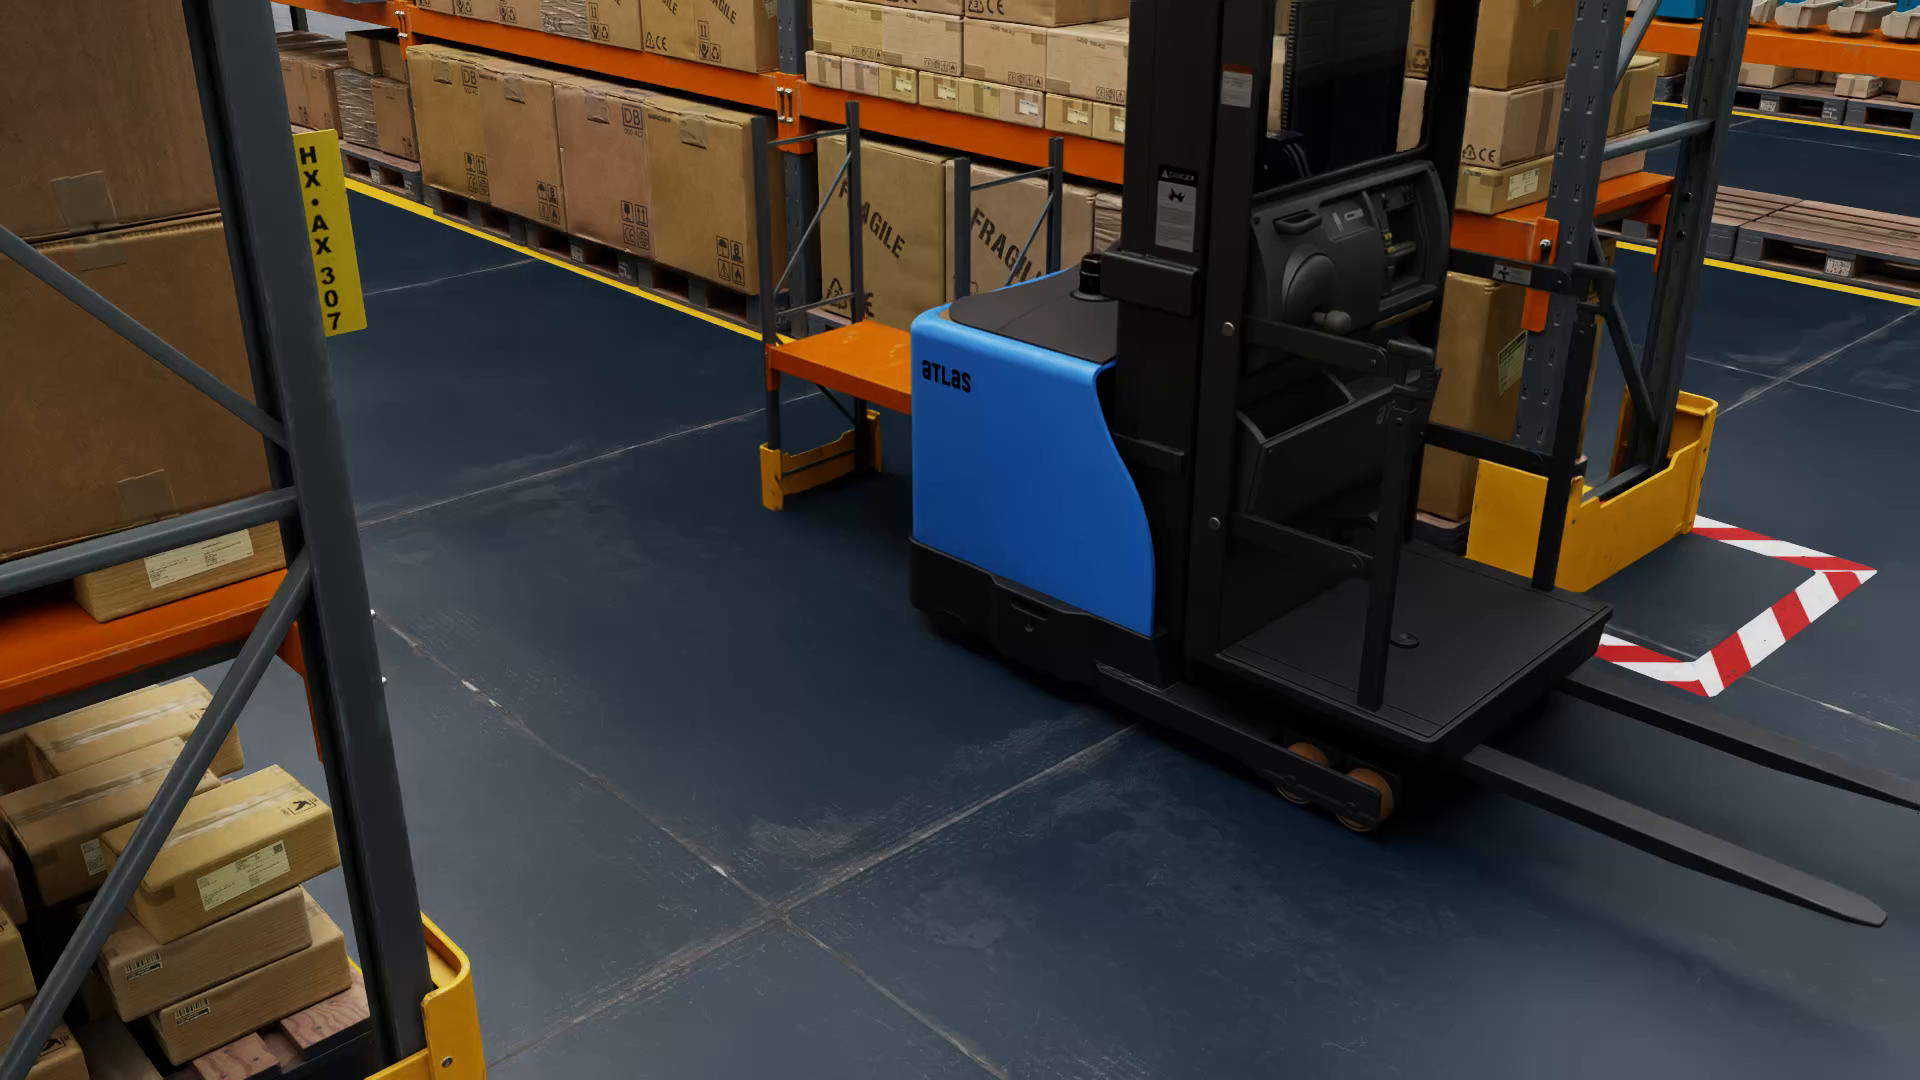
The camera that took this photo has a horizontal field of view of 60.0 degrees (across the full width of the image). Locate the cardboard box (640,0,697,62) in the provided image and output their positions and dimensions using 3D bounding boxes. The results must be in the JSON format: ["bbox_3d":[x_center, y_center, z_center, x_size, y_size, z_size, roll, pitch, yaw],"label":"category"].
[{"bbox_3d":[-1.312,-2.788,8.626,0.500,0.500,0.500,-20,31,-37],"label":"cardboard box"}]

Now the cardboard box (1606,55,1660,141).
[{"bbox_3d":[2.143,-1.603,5.973,0.500,0.250,0.500,-22,33,-40],"label":"cardboard box"}]

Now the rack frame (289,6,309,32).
[{"bbox_3d":[-5.928,-4.950,13.486,1.000,3.000,0.127,-21,32,-38],"label":"rack frame"}]

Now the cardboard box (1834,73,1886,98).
[{"bbox_3d":[7.501,-3.799,13.846,0.380,0.166,0.250,-21,32,-38],"label":"cardboard box"}]

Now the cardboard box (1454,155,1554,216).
[{"bbox_3d":[1.790,-1.215,5.601,0.380,0.149,0.250,-20,32,-38],"label":"cardboard box"}]

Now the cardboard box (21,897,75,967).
[{"bbox_3d":[-1.954,0.789,3.835,0.380,0.149,0.250,-21,32,-38],"label":"cardboard box"}]

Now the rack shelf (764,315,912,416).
[{"bbox_3d":[-0.199,-0.589,6.169,1.000,0.185,0.538,22,32,39],"label":"rack shelf"}]

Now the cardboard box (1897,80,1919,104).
[{"bbox_3d":[8.061,-3.832,13.514,0.797,0.503,0.637,-21,32,-38],"label":"cardboard box"}]

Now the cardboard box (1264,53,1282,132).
[{"bbox_3d":[1.403,-1.607,5.981,0.500,0.250,0.500,-22,32,-39],"label":"cardboard box"}]

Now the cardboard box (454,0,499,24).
[{"bbox_3d":[-2.706,-3.404,9.976,0.500,0.500,0.500,-22,33,-40],"label":"cardboard box"}]

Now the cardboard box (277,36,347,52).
[{"bbox_3d":[-5.212,-3.671,13.164,0.700,0.500,0.500,-21,32,-39],"label":"cardboard box"}]

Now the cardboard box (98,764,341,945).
[{"bbox_3d":[-1.526,0.642,3.440,0.250,0.149,0.380,22,32,39],"label":"cardboard box"}]

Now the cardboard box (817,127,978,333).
[{"bbox_3d":[-0.068,-1.528,8.039,0.875,0.875,0.875,-21,32,-38],"label":"cardboard box"}]

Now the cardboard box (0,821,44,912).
[{"bbox_3d":[-1.965,0.653,3.775,0.380,0.149,0.250,-21,32,-38],"label":"cardboard box"}]

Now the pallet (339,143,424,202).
[{"bbox_3d":[-3.727,-2.707,11.929,1.003,0.211,1.213,-21,32,-38],"label":"pallet"}]

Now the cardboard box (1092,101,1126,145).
[{"bbox_3d":[0.745,-1.678,6.616,0.380,0.149,0.250,-20,32,-37],"label":"cardboard box"}]

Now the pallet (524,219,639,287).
[{"bbox_3d":[-1.881,-1.840,10.028,1.003,0.211,1.213,-21,32,-38],"label":"pallet"}]

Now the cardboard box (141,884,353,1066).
[{"bbox_3d":[-1.540,0.919,3.551,0.380,0.149,0.250,-20,32,-37],"label":"cardboard box"}]

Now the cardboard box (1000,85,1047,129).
[{"bbox_3d":[0.385,-1.835,6.962,0.380,0.149,0.250,-21,32,-38],"label":"cardboard box"}]

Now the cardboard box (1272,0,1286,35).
[{"bbox_3d":[1.442,-2.251,6.490,0.500,0.500,0.500,-22,33,-40],"label":"cardboard box"}]

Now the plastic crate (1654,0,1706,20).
[{"bbox_3d":[4.298,-3.220,9.824,0.416,0.233,0.300,-21,32,-38],"label":"plastic crate"}]

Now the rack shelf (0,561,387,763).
[{"bbox_3d":[-2.783,-0.217,3.977,1.077,0.370,4.000,-21,32,-38],"label":"rack shelf"}]

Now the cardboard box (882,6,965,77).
[{"bbox_3d":[0.006,-2.225,7.335,0.500,0.250,0.500,-21,32,-39],"label":"cardboard box"}]

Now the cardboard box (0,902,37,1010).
[{"bbox_3d":[-1.963,0.809,3.075,0.380,0.149,0.250,-21,32,-38],"label":"cardboard box"}]

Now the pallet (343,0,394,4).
[{"bbox_3d":[-3.759,-3.837,11.277,1.213,0.211,1.003,-21,32,-38],"label":"pallet"}]

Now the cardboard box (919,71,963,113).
[{"bbox_3d":[0.040,-1.990,7.300,0.380,0.149,0.250,-22,33,-40],"label":"cardboard box"}]

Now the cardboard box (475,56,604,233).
[{"bbox_3d":[-2.134,-2.475,10.116,1.225,0.875,0.875,-21,32,-38],"label":"cardboard box"}]

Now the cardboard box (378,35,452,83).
[{"bbox_3d":[-3.674,-3.337,11.528,0.500,0.250,0.500,-20,31,-36],"label":"cardboard box"}]

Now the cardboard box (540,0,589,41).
[{"bbox_3d":[-2.014,-3.097,9.305,0.500,0.500,0.500,-21,32,-38],"label":"cardboard box"}]

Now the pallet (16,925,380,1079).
[{"bbox_3d":[-1.997,1.052,3.691,1.003,0.211,1.213,-21,32,-38],"label":"pallet"}]

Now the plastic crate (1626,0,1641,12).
[{"bbox_3d":[4.064,-3.390,10.137,0.437,0.282,0.530,-21,32,-38],"label":"plastic crate"}]

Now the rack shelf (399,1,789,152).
[{"bbox_3d":[-1.827,-2.805,9.651,1.077,0.370,4.000,-21,32,-38],"label":"rack shelf"}]

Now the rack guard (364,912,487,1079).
[{"bbox_3d":[-1.468,1.176,3.069,1.175,0.500,0.348,-21,32,-38],"label":"rack guard"}]

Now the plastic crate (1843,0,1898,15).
[{"bbox_3d":[5.338,-3.121,9.723,0.250,0.136,0.298,-21,32,-38],"label":"plastic crate"}]

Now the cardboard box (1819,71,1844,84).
[{"bbox_3d":[7.670,-4.050,14.418,0.380,0.149,0.250,-21,32,-38],"label":"cardboard box"}]

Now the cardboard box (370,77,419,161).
[{"bbox_3d":[-3.667,-2.998,11.690,0.500,0.500,0.700,22,32,39],"label":"cardboard box"}]

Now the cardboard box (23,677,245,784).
[{"bbox_3d":[-1.881,0.480,3.795,0.380,0.149,0.250,-21,32,-39],"label":"cardboard box"}]

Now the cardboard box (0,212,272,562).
[{"bbox_3d":[-1.521,-0.333,2.887,0.500,0.500,0.500,-19,31,-36],"label":"cardboard box"}]

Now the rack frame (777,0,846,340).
[{"bbox_3d":[-0.460,-2.526,8.174,1.000,3.000,0.127,-21,32,-38],"label":"rack frame"}]

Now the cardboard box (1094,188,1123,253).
[{"bbox_3d":[1.156,-0.986,6.851,0.875,0.875,0.875,-21,32,-38],"label":"cardboard box"}]

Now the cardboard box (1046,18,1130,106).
[{"bbox_3d":[0.695,-1.918,6.662,0.500,0.250,0.500,-21,32,-38],"label":"cardboard box"}]

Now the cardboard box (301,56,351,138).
[{"bbox_3d":[-4.448,-3.333,12.423,0.700,0.500,0.500,-18,30,-34],"label":"cardboard box"}]

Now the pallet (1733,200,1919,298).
[{"bbox_3d":[5.354,-1.712,9.748,1.003,0.211,1.213,-21,32,-38],"label":"pallet"}]

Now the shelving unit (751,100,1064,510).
[{"bbox_3d":[-0.192,-0.751,6.088,1.083,1.500,0.587,22,32,39],"label":"shelving unit"}]

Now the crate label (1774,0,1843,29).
[{"bbox_3d":[4.804,-2.992,9.440,0.396,0.136,0.243,-21,32,-38],"label":"crate label"}]

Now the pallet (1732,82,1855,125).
[{"bbox_3d":[7.242,-3.858,14.453,1.003,0.211,1.213,-21,32,-38],"label":"pallet"}]

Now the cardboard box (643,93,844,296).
[{"bbox_3d":[-0.912,-1.939,8.940,1.225,0.875,0.875,-21,32,-38],"label":"cardboard box"}]

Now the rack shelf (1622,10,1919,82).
[{"bbox_3d":[4.522,-2.998,10.075,1.077,0.370,4.000,-21,32,-38],"label":"rack shelf"}]

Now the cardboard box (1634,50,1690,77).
[{"bbox_3d":[6.227,-4.466,14.908,0.500,0.500,0.500,-21,32,-39],"label":"cardboard box"}]

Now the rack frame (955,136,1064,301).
[{"bbox_3d":[0.167,-0.607,5.772,0.032,1.500,0.500,22,32,39],"label":"rack frame"}]

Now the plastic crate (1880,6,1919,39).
[{"bbox_3d":[5.200,-2.822,9.068,0.396,0.136,0.243,-21,32,-38],"label":"plastic crate"}]

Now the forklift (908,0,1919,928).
[{"bbox_3d":[1.237,-0.787,4.443,3.031,2.935,1.130,22,32,39],"label":"forklift"}]

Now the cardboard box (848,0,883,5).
[{"bbox_3d":[-0.320,-2.717,7.510,0.500,0.500,0.500,-21,32,-38],"label":"cardboard box"}]

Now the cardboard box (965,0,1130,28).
[{"bbox_3d":[0.370,-2.409,6.836,0.500,0.500,0.500,-22,33,-40],"label":"cardboard box"}]

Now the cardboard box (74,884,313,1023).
[{"bbox_3d":[-1.587,0.801,3.450,0.380,0.149,0.250,-20,31,-36],"label":"cardboard box"}]

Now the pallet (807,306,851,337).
[{"bbox_3d":[0.002,-1.005,8.199,1.003,0.211,1.213,-21,32,-38],"label":"pallet"}]

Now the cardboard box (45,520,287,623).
[{"bbox_3d":[-1.398,-0.015,2.971,0.380,0.149,0.250,-22,32,-39],"label":"cardboard box"}]

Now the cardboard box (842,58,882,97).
[{"bbox_3d":[-0.321,-2.148,7.648,0.250,0.149,0.380,23,33,40],"label":"cardboard box"}]
